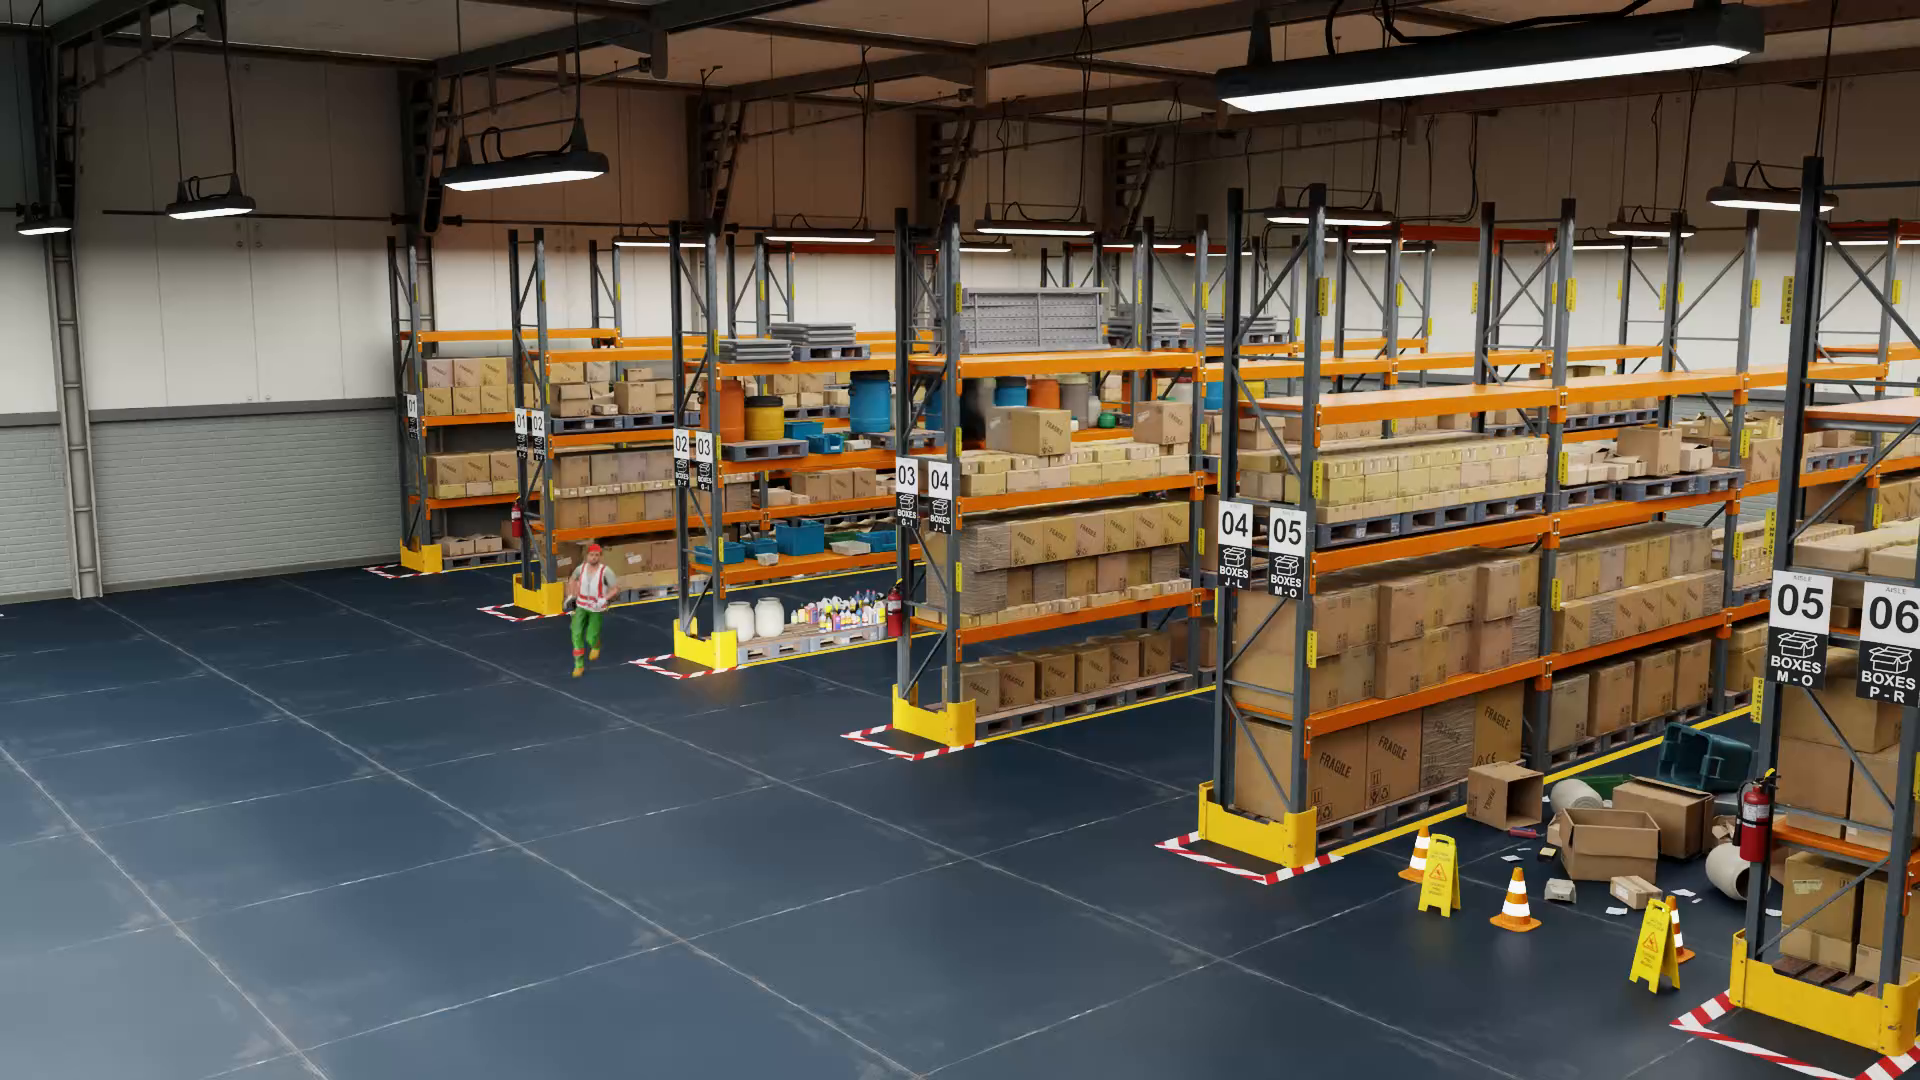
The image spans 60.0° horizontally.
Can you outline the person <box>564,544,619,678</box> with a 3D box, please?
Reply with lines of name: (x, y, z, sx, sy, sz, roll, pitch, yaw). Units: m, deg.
person: (-4.911, 0.922, 22.242, 0.707, 1.777, 0.776, 1, 9, 7)
